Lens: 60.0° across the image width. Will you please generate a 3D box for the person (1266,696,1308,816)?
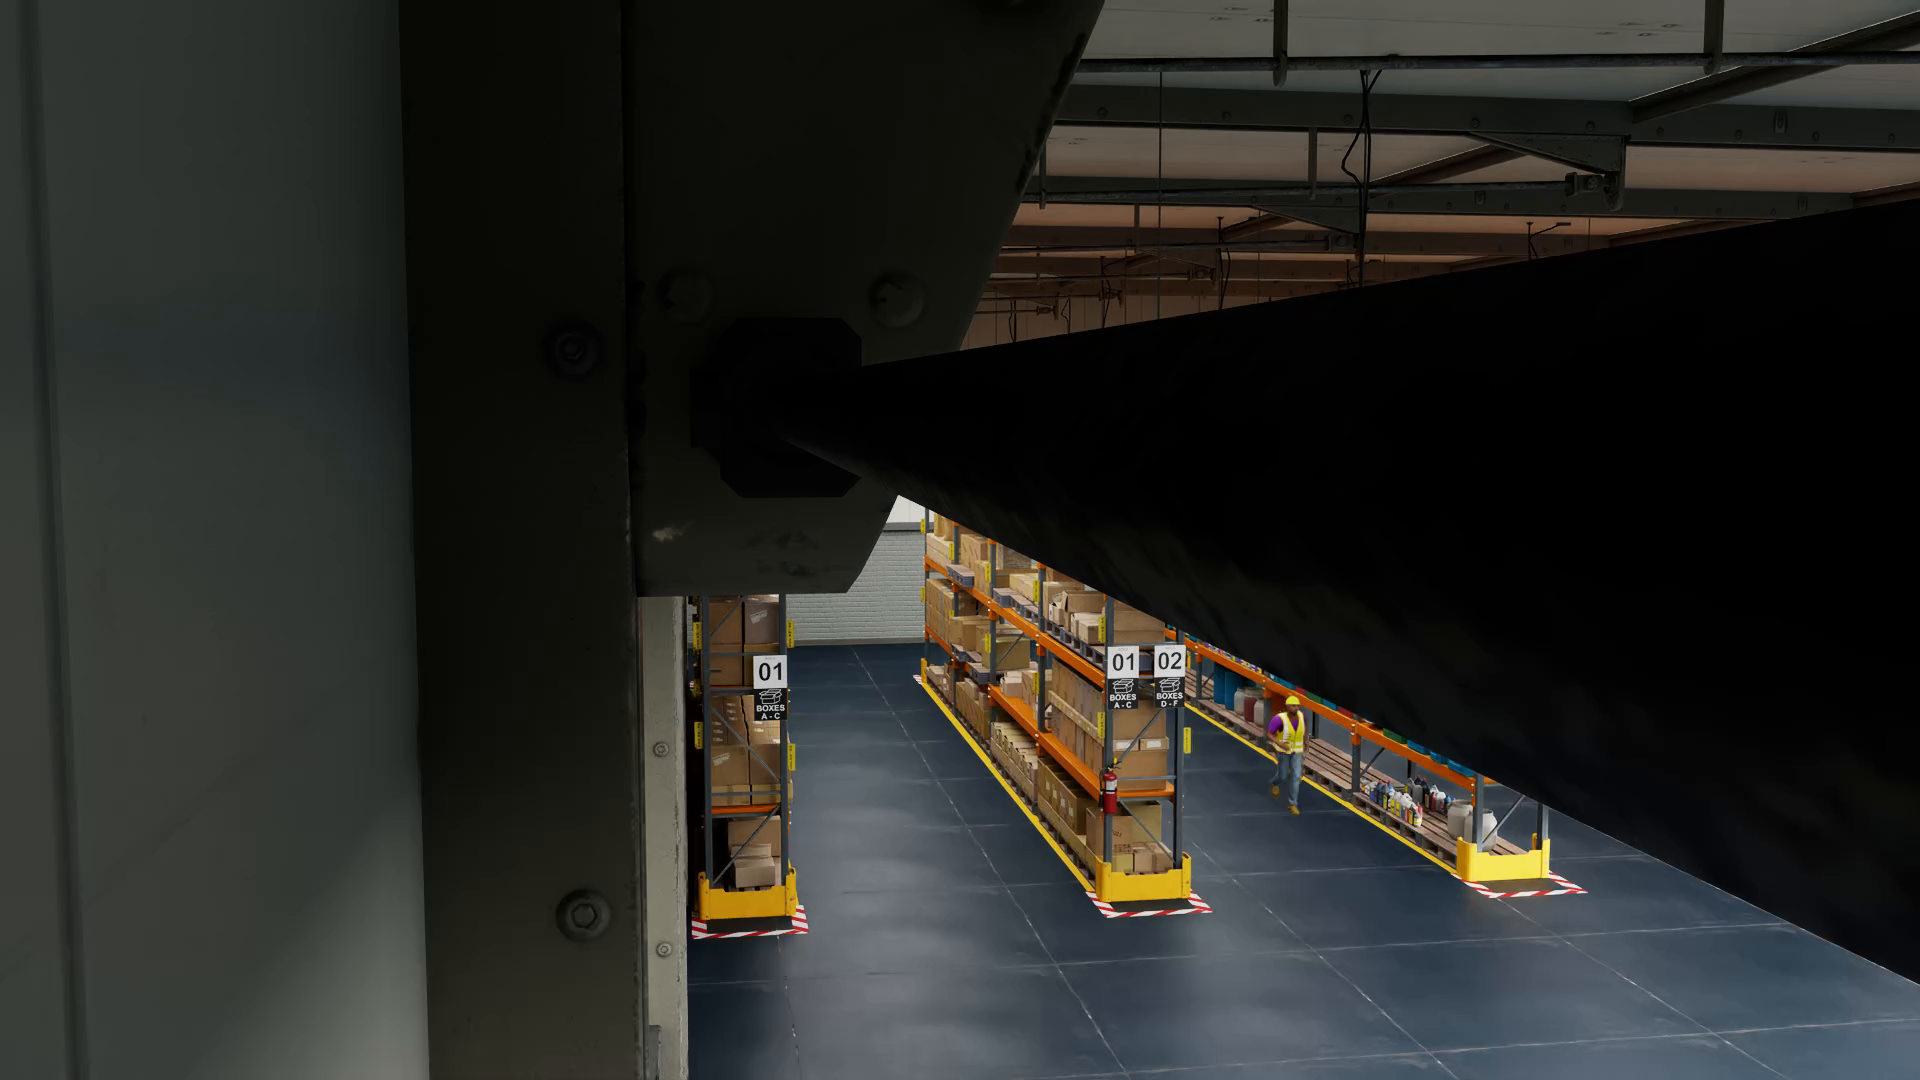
[{"bbox_3d":[5.001,3.231,25.344,0.725,1.756,0.984,-1,5,-14],"label":"person"}]
